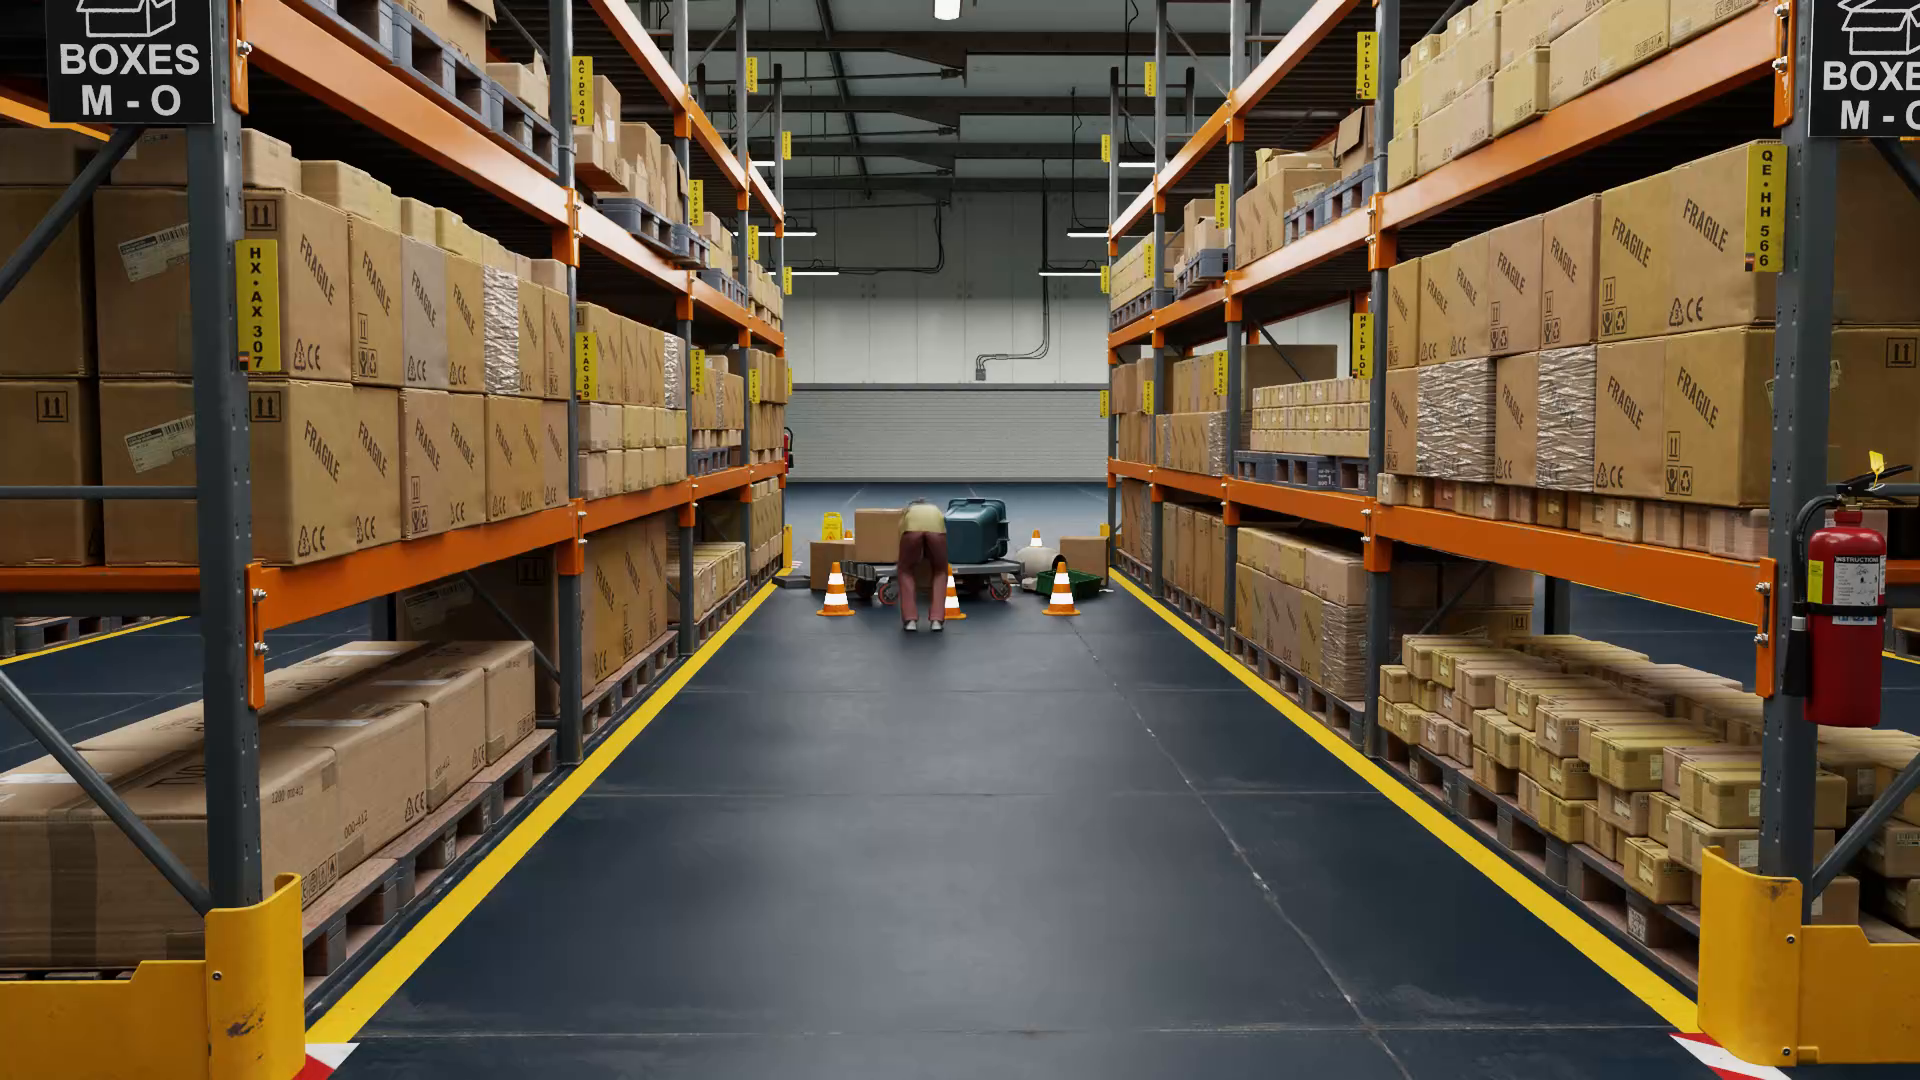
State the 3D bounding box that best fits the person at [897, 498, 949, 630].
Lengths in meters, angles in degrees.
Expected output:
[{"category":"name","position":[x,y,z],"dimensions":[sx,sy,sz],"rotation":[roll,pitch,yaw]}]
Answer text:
[{"category":"person","position":[-0.317,0.191,14.050],"dimensions":[0.429,1.084,0.873],"rotation":[0,4,-3]}]
